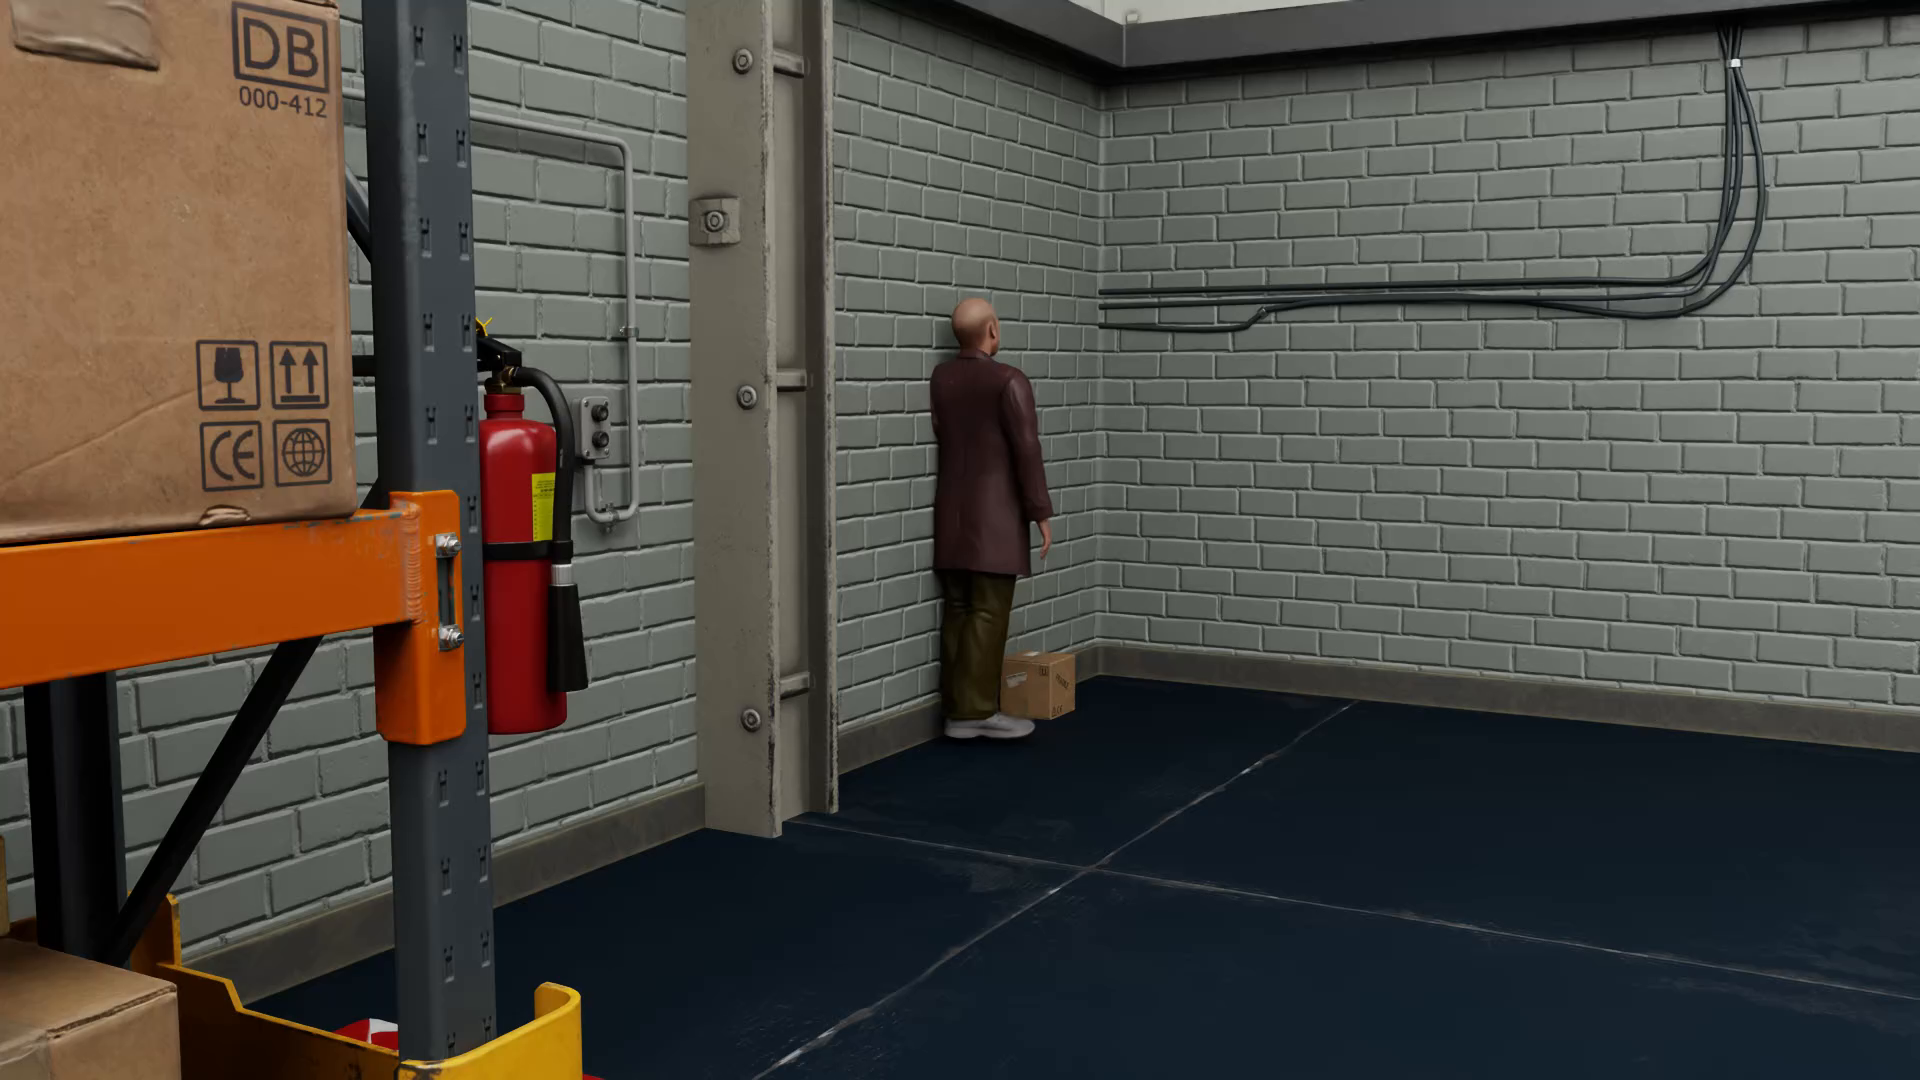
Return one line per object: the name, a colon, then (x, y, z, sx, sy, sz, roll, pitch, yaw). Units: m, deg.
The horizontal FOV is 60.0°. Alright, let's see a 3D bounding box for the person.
person: (0.086, -0.089, 6.774, 0.647, 1.778, 0.450, 4, 7, 36)
